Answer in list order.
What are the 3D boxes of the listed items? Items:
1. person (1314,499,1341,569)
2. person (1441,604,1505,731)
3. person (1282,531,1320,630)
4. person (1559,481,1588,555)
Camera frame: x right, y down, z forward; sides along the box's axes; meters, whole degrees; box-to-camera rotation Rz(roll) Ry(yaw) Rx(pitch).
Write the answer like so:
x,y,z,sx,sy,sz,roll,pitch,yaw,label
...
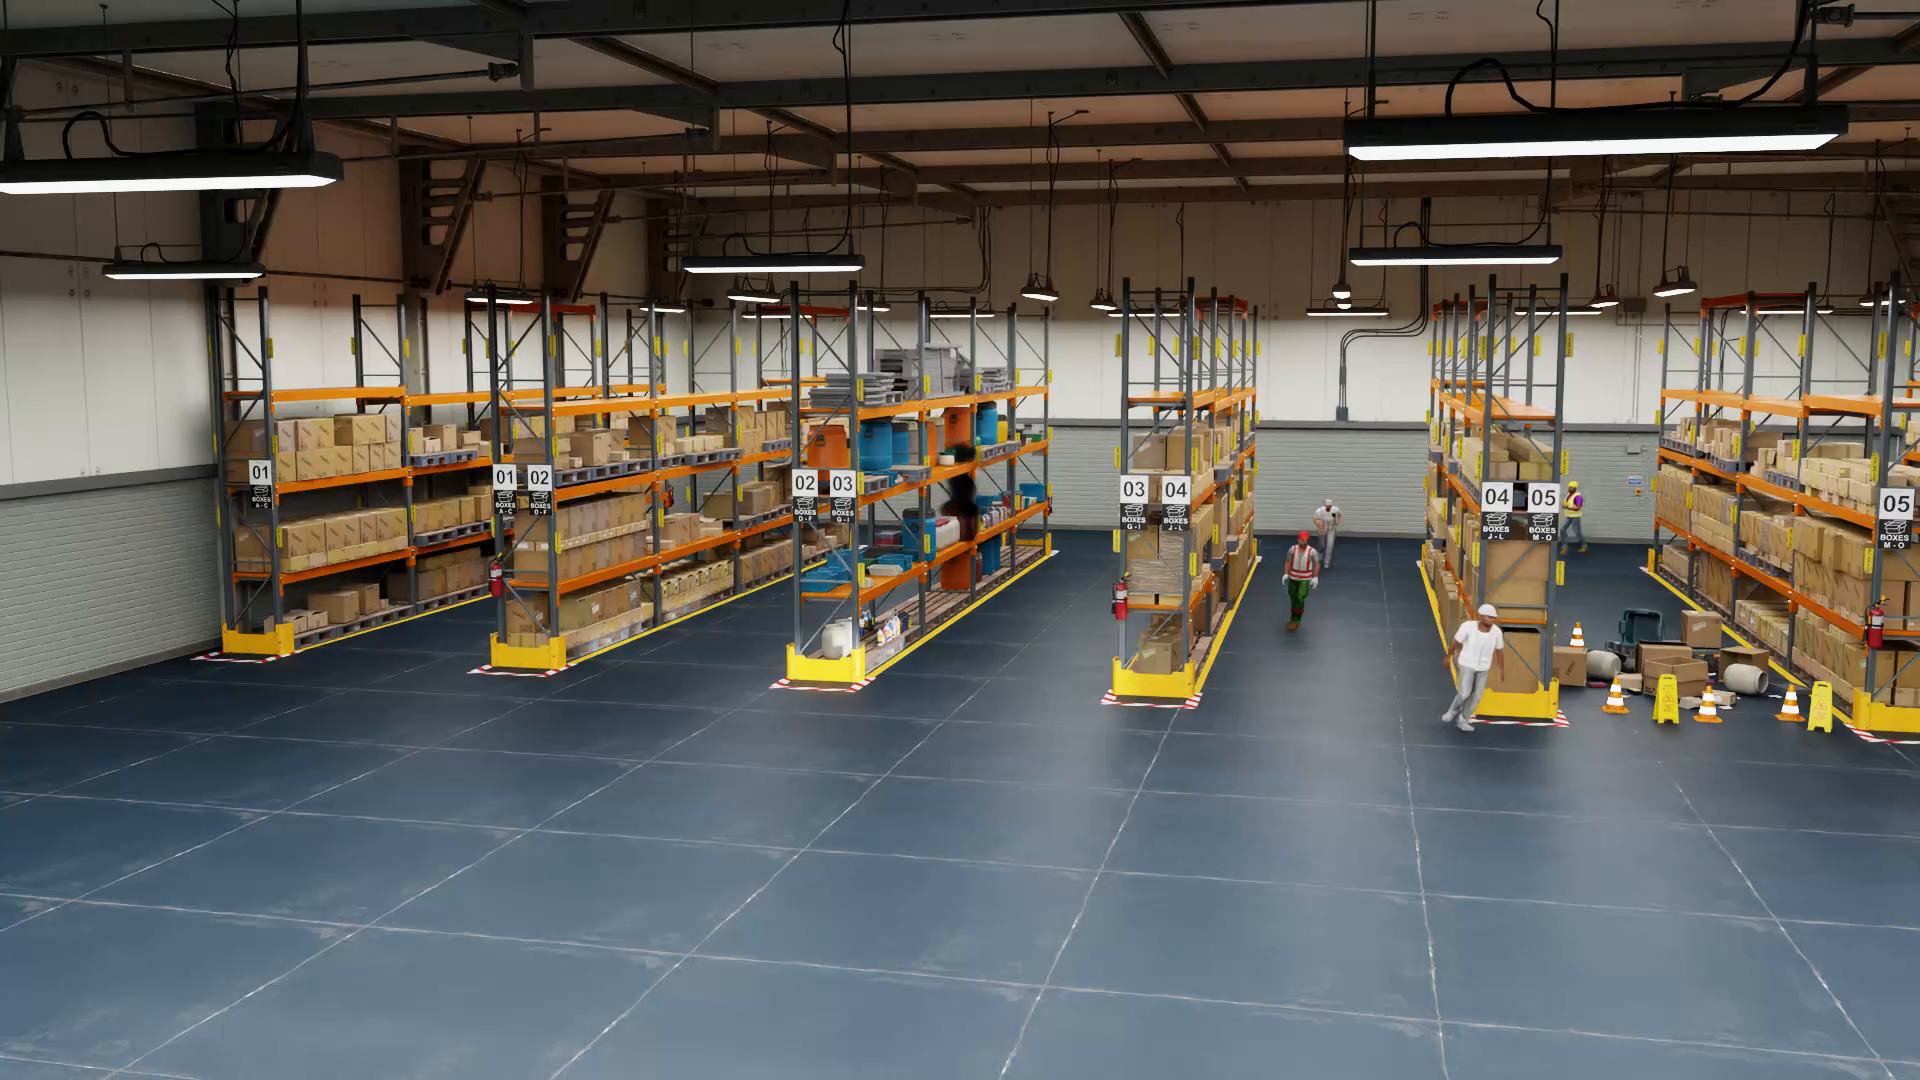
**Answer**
x,y,z,sx,sy,sz,roll,pitch,yaw,label
8.453,-0.169,38.390,0.629,1.628,1.006,0,7,-1,person
6.728,1.662,21.748,0.714,1.719,0.633,-1,7,-7,person
6.057,0.704,29.597,0.602,1.752,0.676,4,8,31,person
14.898,-0.516,40.429,0.858,1.826,0.675,-2,7,-20,person
